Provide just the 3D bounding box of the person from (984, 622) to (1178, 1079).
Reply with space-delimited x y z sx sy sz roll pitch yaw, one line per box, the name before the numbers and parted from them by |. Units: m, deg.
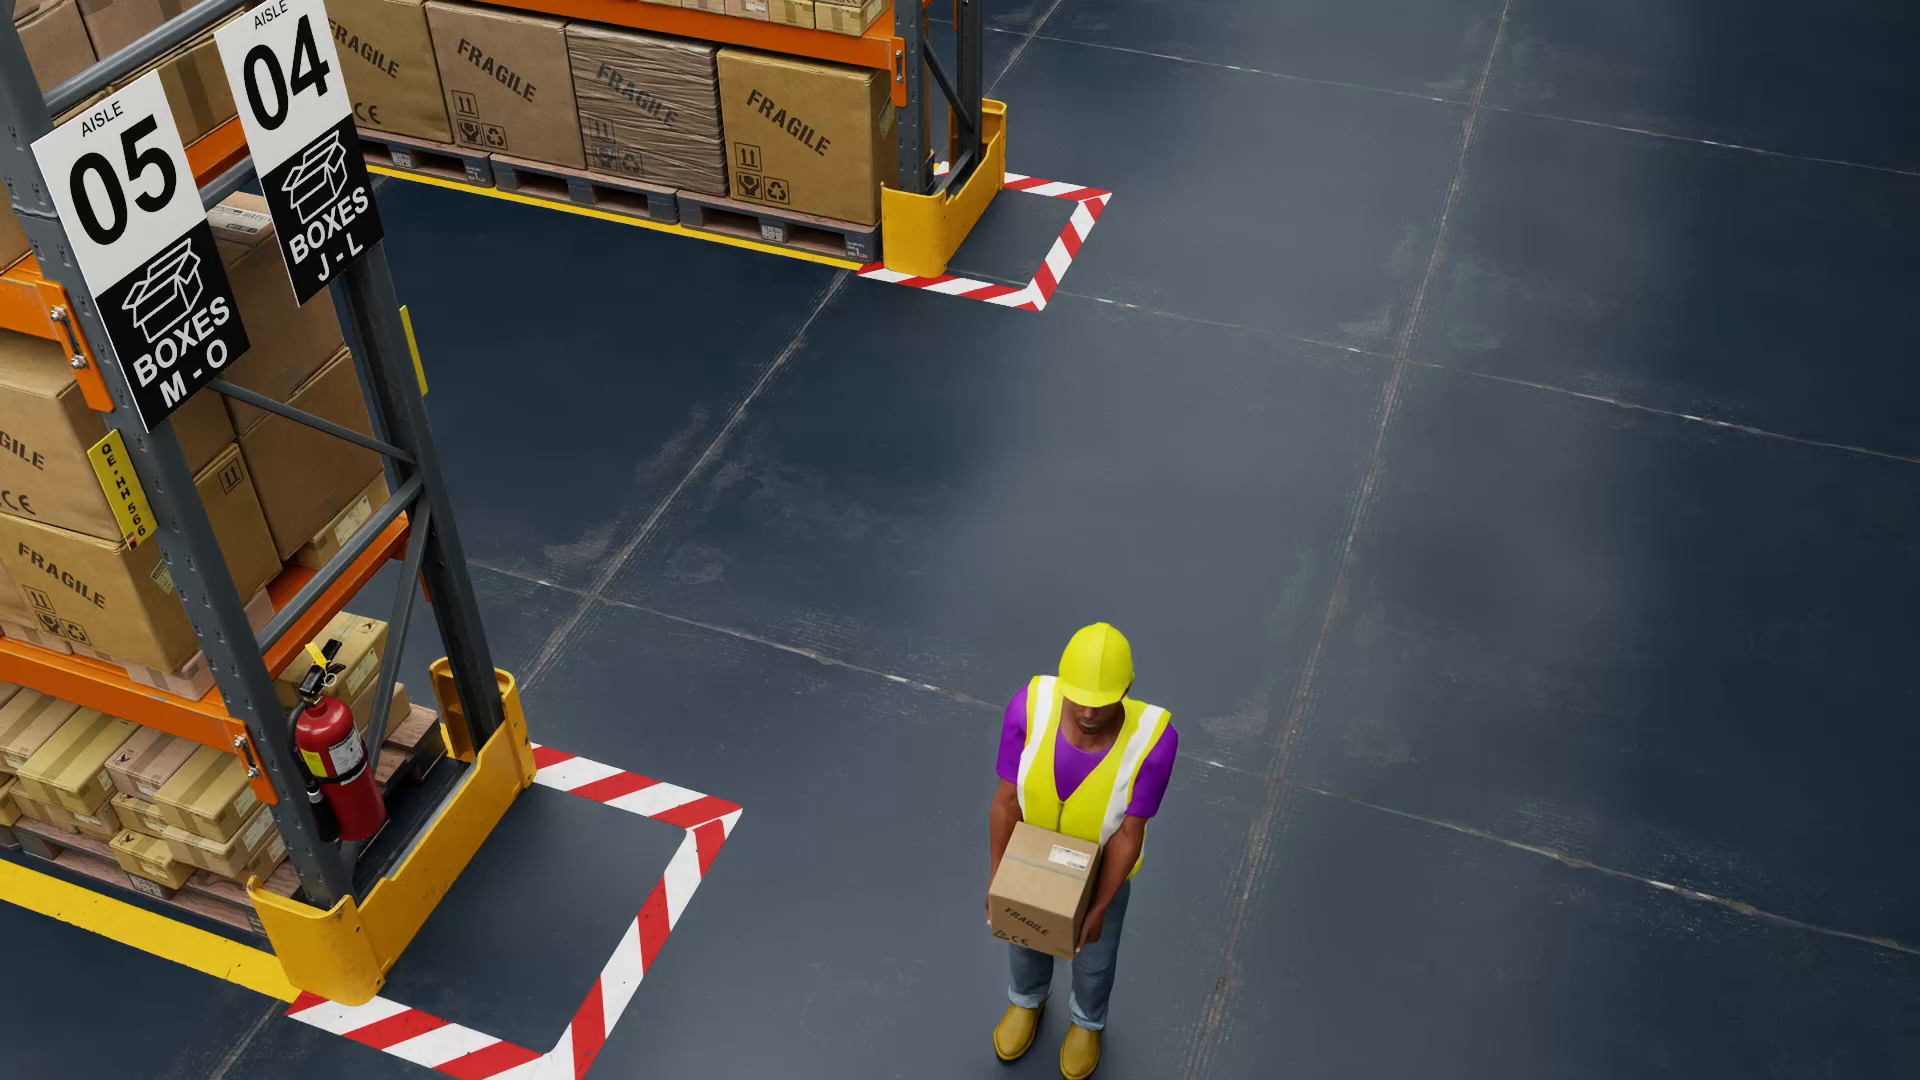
person | 0.322 1.009 4.993 0.504 1.762 0.566 14 43 15
